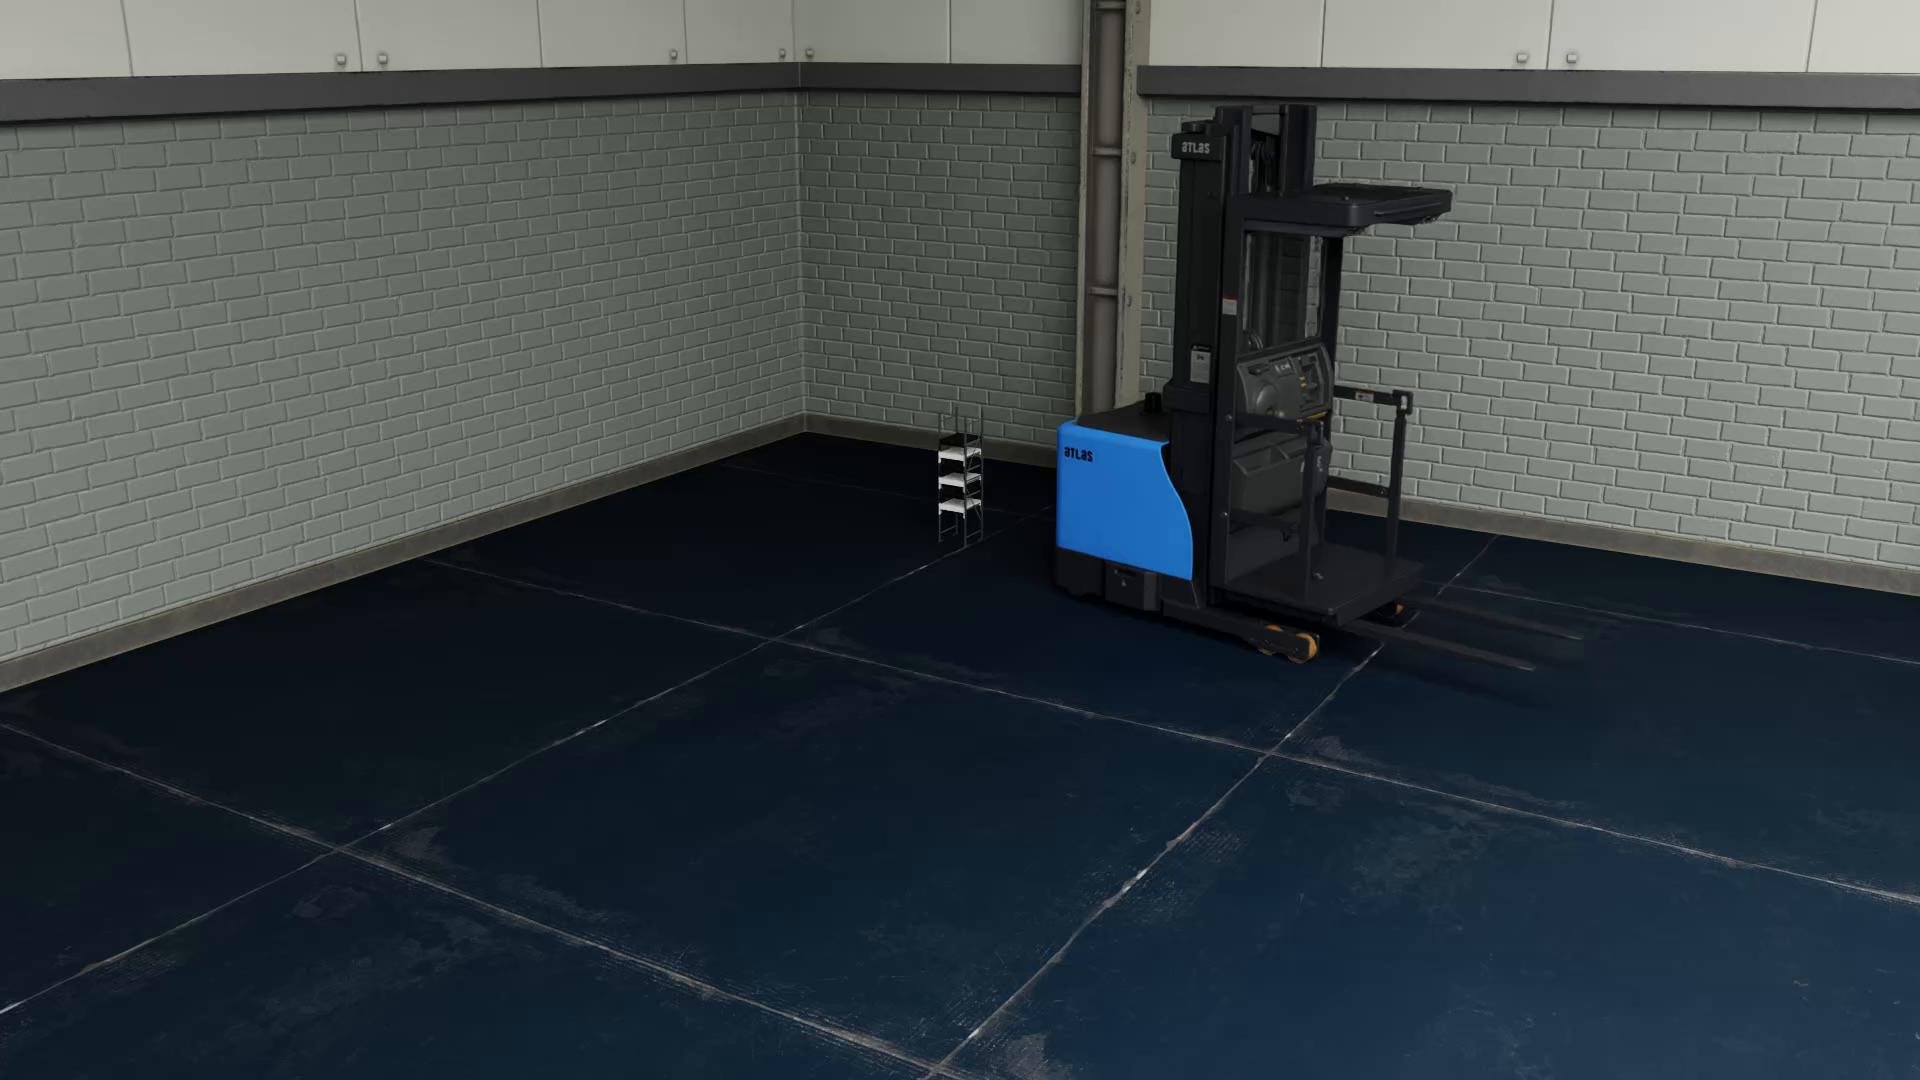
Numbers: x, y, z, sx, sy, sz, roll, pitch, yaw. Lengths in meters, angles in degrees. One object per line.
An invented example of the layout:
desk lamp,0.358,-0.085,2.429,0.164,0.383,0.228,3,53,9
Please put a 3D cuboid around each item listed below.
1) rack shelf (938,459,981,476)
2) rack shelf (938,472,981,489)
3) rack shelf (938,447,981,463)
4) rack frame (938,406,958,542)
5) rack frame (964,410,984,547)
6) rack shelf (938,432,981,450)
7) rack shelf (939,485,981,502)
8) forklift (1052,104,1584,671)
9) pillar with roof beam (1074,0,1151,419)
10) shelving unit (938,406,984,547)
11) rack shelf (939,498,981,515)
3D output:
rack shelf,0.007,-0.484,11.230,0.200,0.077,0.258,10,20,30
rack shelf,0.007,-0.397,11.256,0.200,0.077,0.258,10,20,30
rack shelf,0.007,-0.570,11.204,0.200,0.077,0.258,10,20,30
rack frame,-0.080,-0.445,11.297,0.006,0.900,0.240,10,20,30
rack frame,0.094,-0.414,11.195,0.006,0.900,0.240,10,20,30
rack shelf,0.007,-0.656,11.178,0.200,0.077,0.258,10,20,30
rack shelf,0.007,-0.311,11.282,0.200,0.077,0.258,10,20,30
forklift,2.002,-0.895,9.286,3.031,2.935,1.130,15,22,40
pillar with roof beam,-1.131,-3.705,8.094,0.400,9.000,9.100,10,20,30
shelving unit,0.007,-0.429,11.246,0.210,0.900,0.258,10,20,30
rack shelf,0.007,-0.225,11.308,0.200,0.077,0.258,10,20,30
